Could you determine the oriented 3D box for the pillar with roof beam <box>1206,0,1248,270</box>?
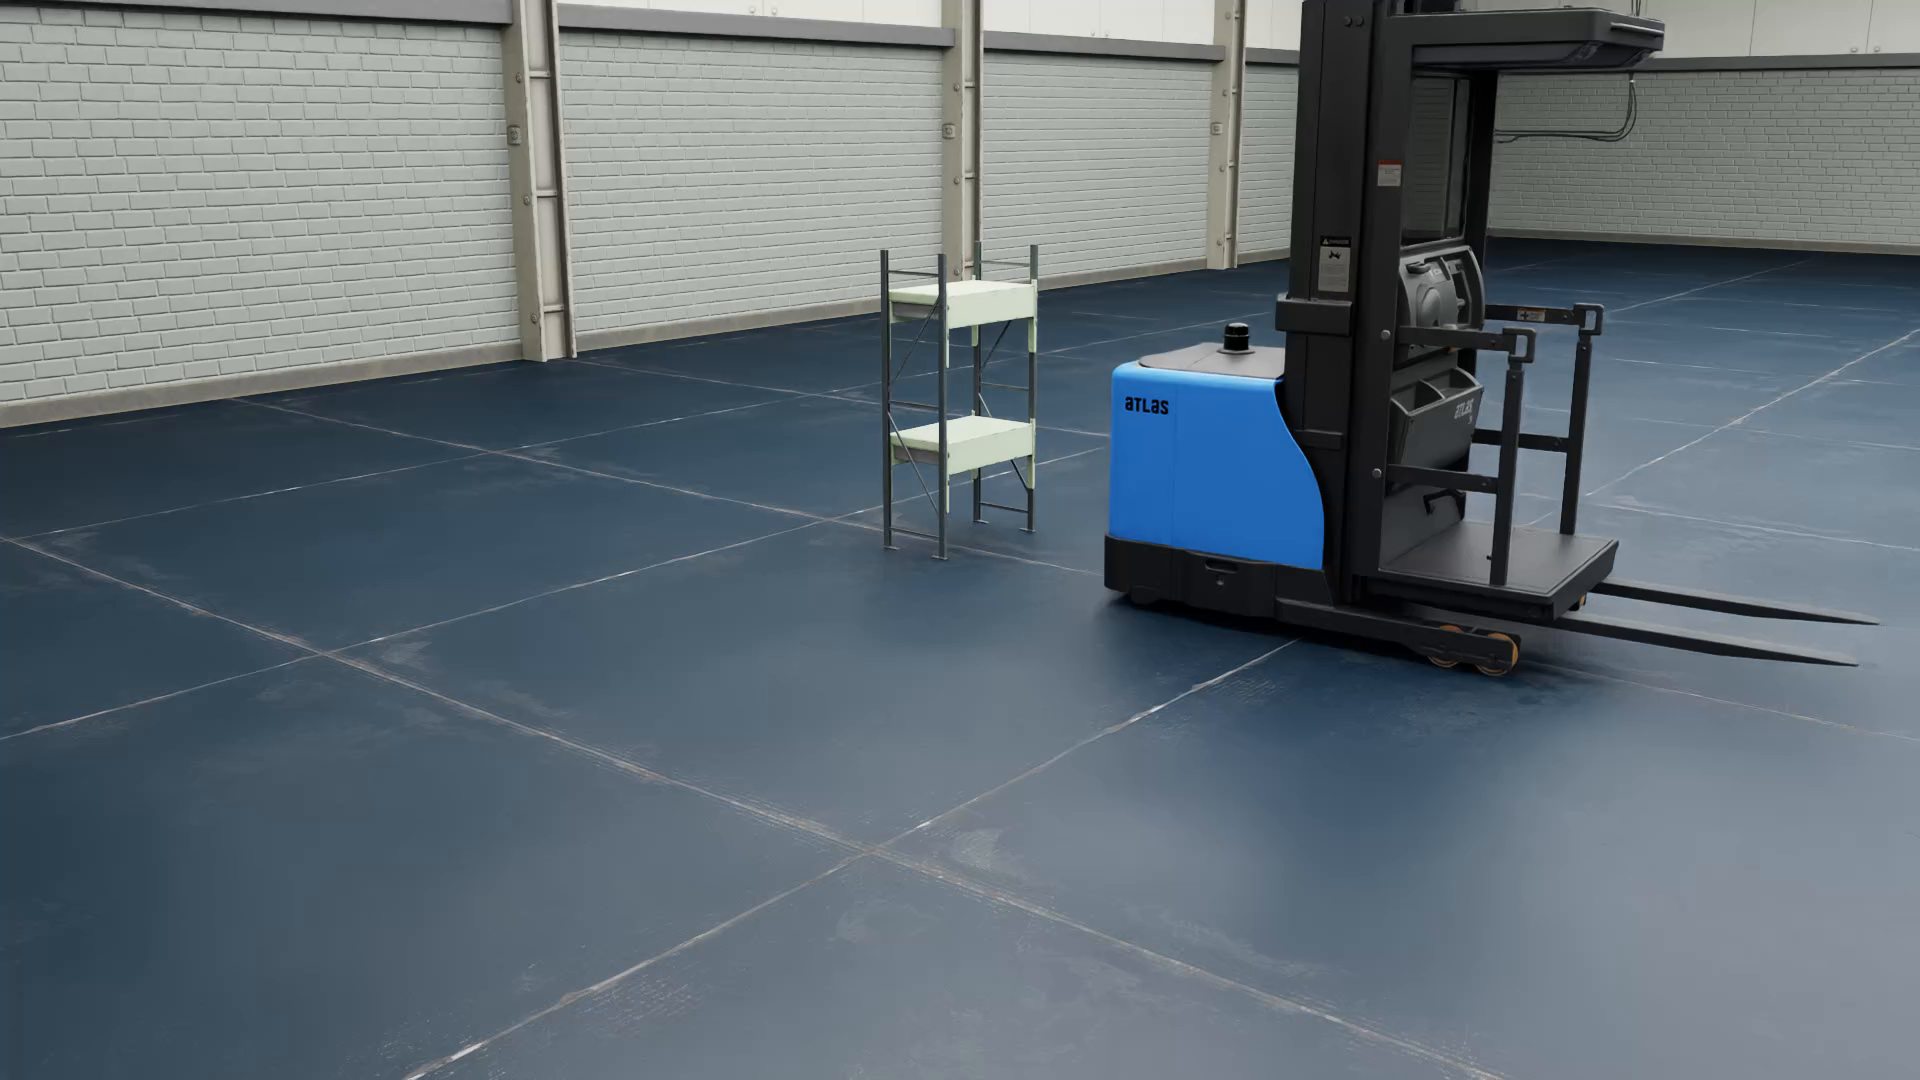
[{"bbox_3d":[7.147,-7.654,20.476,9.100,9.000,0.400,11,18,38],"label":"pillar with roof beam"}]

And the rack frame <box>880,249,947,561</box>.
[{"bbox_3d":[-0.226,-0.658,8.167,0.400,1.500,0.023,11,18,38],"label":"rack frame"}]

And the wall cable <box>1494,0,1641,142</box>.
[{"bbox_3d":[10.450,-8.324,29.419,3.097,2.526,0.112,11,18,38],"label":"wall cable"}]

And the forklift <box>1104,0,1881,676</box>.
[{"bbox_3d":[2.155,-1.035,6.745,3.031,2.935,1.130,10,17,33],"label":"forklift"}]

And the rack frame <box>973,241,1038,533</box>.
[{"bbox_3d":[0.234,-0.798,8.719,0.400,1.500,0.023,11,18,38],"label":"rack frame"}]

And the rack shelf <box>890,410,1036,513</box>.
[{"bbox_3d":[0.004,-0.412,8.524,0.431,0.370,0.720,11,18,38],"label":"rack shelf"}]

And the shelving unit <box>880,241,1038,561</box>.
[{"bbox_3d":[0.004,-0.728,8.443,0.431,1.500,0.755,11,18,38],"label":"shelving unit"}]

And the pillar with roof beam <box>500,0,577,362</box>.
[{"bbox_3d":[-0.395,-5.356,11.430,9.100,9.000,0.400,11,18,38],"label":"pillar with roof beam"}]

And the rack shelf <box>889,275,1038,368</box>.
[{"bbox_3d":[0.004,-1.106,8.347,0.431,0.370,0.720,11,18,38],"label":"rack shelf"}]

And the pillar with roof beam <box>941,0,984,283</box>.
[{"bbox_3d":[3.376,-6.505,15.953,9.100,9.000,0.400,11,18,38],"label":"pillar with roof beam"}]
